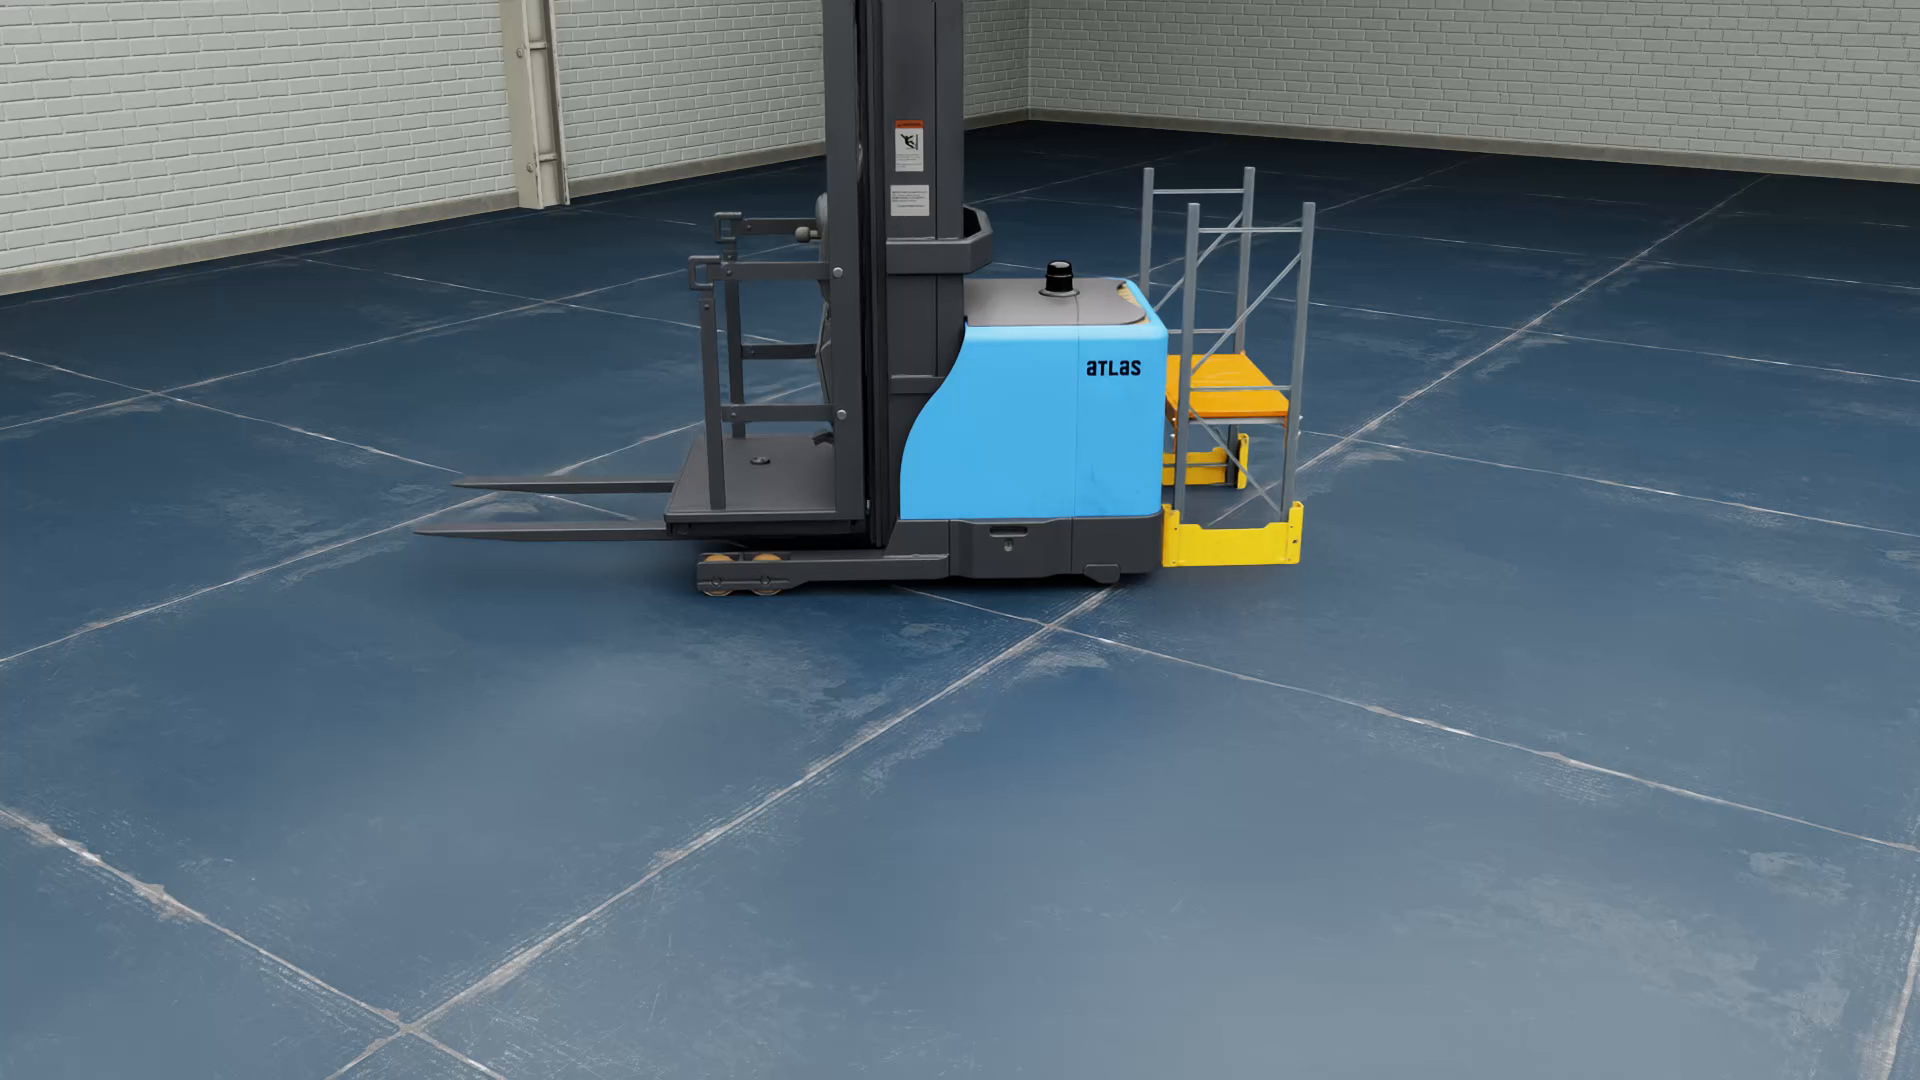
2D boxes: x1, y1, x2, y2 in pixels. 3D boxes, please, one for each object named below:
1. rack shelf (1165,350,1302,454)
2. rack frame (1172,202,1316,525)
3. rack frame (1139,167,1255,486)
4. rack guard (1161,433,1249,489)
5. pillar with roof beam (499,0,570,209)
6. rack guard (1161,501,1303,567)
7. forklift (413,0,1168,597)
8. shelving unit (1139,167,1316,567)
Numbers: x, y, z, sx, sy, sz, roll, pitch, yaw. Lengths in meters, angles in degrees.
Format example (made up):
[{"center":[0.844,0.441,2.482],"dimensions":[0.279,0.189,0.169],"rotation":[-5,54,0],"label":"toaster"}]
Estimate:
[{"center":[1.103,-0.618,7.291],"dimensions":[0.538,0.185,1.000],"rotation":[-1,20,-4],"label":"rack shelf"},{"center":[1.137,-0.611,6.753],"dimensions":[0.500,1.500,0.032],"rotation":[-1,20,-4],"label":"rack frame"},{"center":[1.070,-0.963,7.704],"dimensions":[0.500,1.500,0.032],"rotation":[-1,20,-4],"label":"rack frame"},{"center":[1.070,-0.370,7.903],"dimensions":[0.587,0.250,0.087],"rotation":[-1,20,-4],"label":"rack guard"},{"center":[-0.429,-6.590,12.111],"dimensions":[9.100,9.000,0.400],"rotation":[13,24,32],"label":"pillar with roof beam"},{"center":[1.136,-0.025,6.971],"dimensions":[0.587,0.250,0.087],"rotation":[-1,20,-4],"label":"rack guard"},{"center":[-0.710,-1.335,6.648],"dimensions":[3.031,2.935,1.130],"rotation":[-1,20,-2],"label":"forklift"},{"center":[1.104,-0.784,7.220],"dimensions":[0.587,1.500,1.083],"rotation":[-1,20,-4],"label":"shelving unit"}]
